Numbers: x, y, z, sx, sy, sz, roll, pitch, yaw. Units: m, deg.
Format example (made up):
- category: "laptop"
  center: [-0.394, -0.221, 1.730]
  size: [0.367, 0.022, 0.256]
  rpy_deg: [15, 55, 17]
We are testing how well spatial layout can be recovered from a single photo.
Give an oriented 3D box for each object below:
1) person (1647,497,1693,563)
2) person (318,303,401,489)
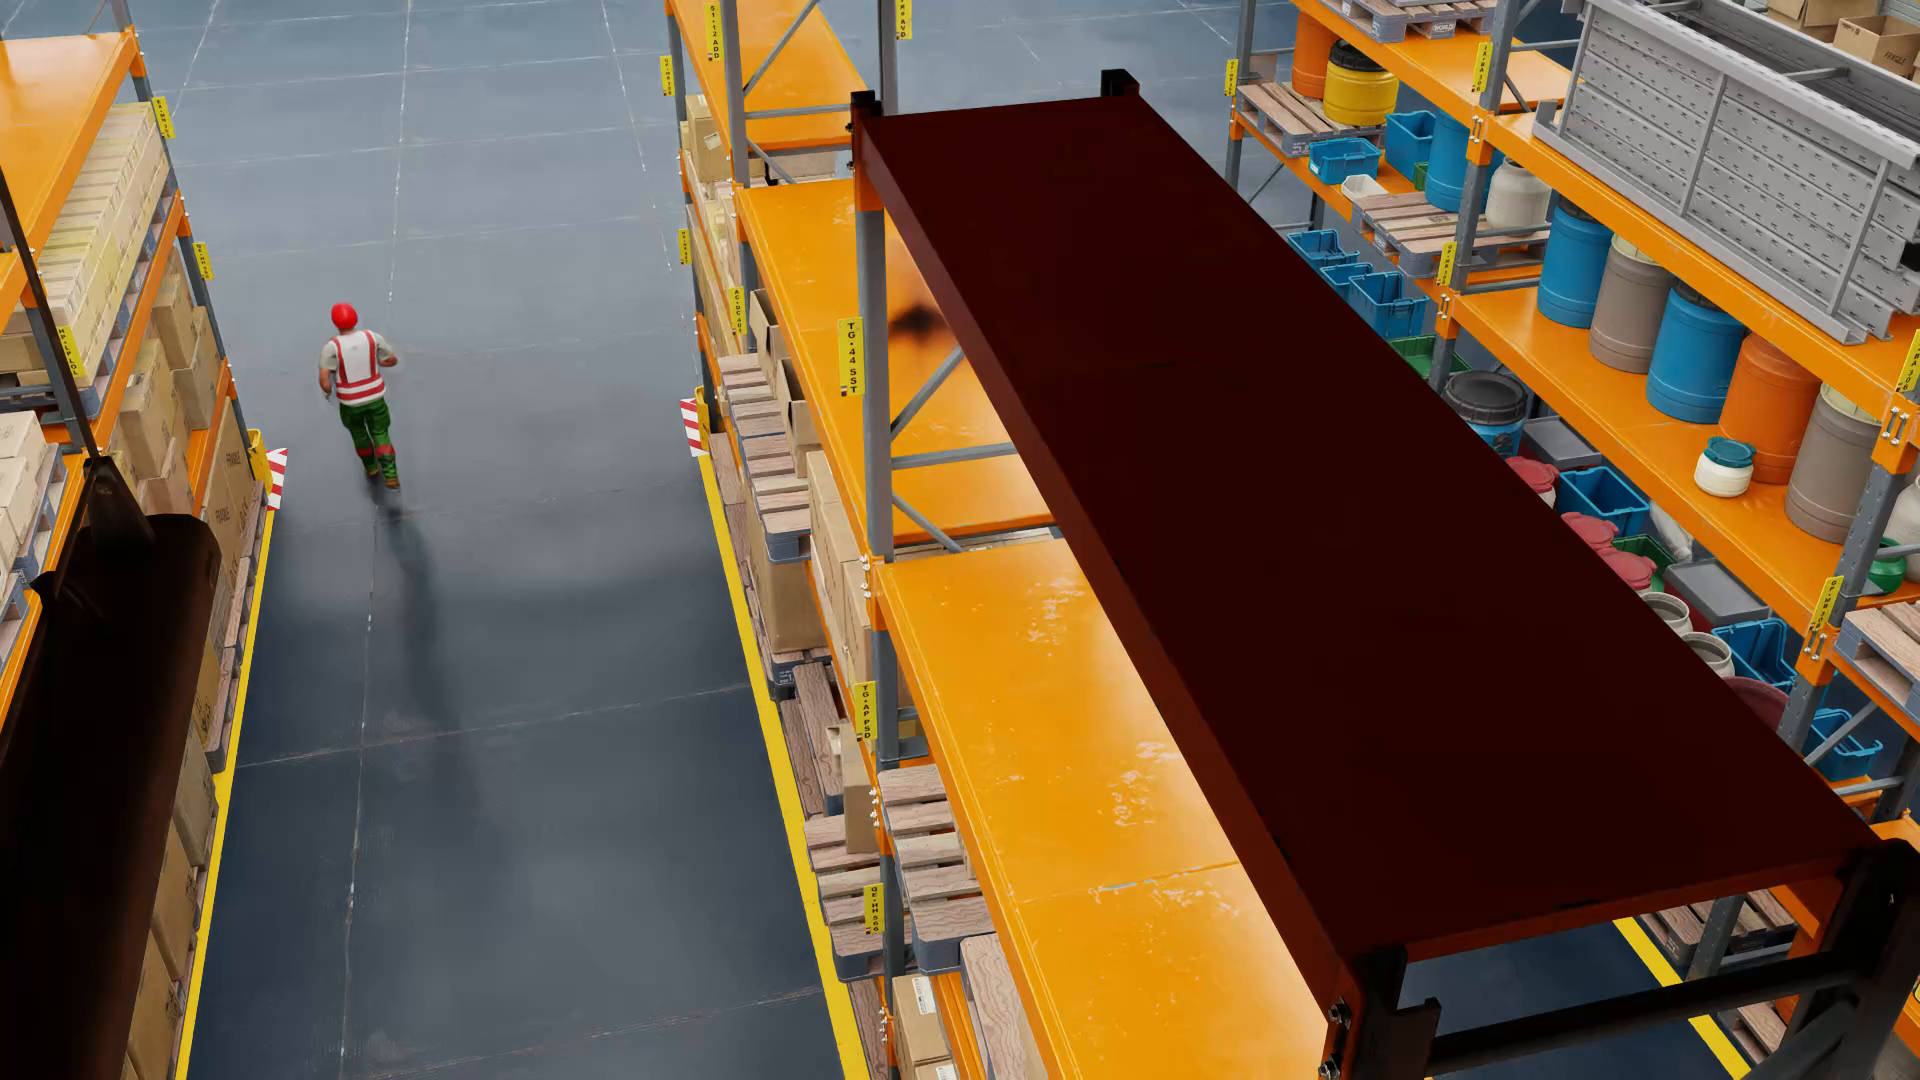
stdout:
- category: "person"
  center: [5.862, -0.485, 13.348]
  size: [0.539, 1.626, 0.541]
  rpy_deg: [-12, 36, -16]
- category: "person"
  center: [-5.124, -1.203, 14.286]
  size: [0.688, 1.824, 0.864]
  rpy_deg: [-19, 39, -25]
